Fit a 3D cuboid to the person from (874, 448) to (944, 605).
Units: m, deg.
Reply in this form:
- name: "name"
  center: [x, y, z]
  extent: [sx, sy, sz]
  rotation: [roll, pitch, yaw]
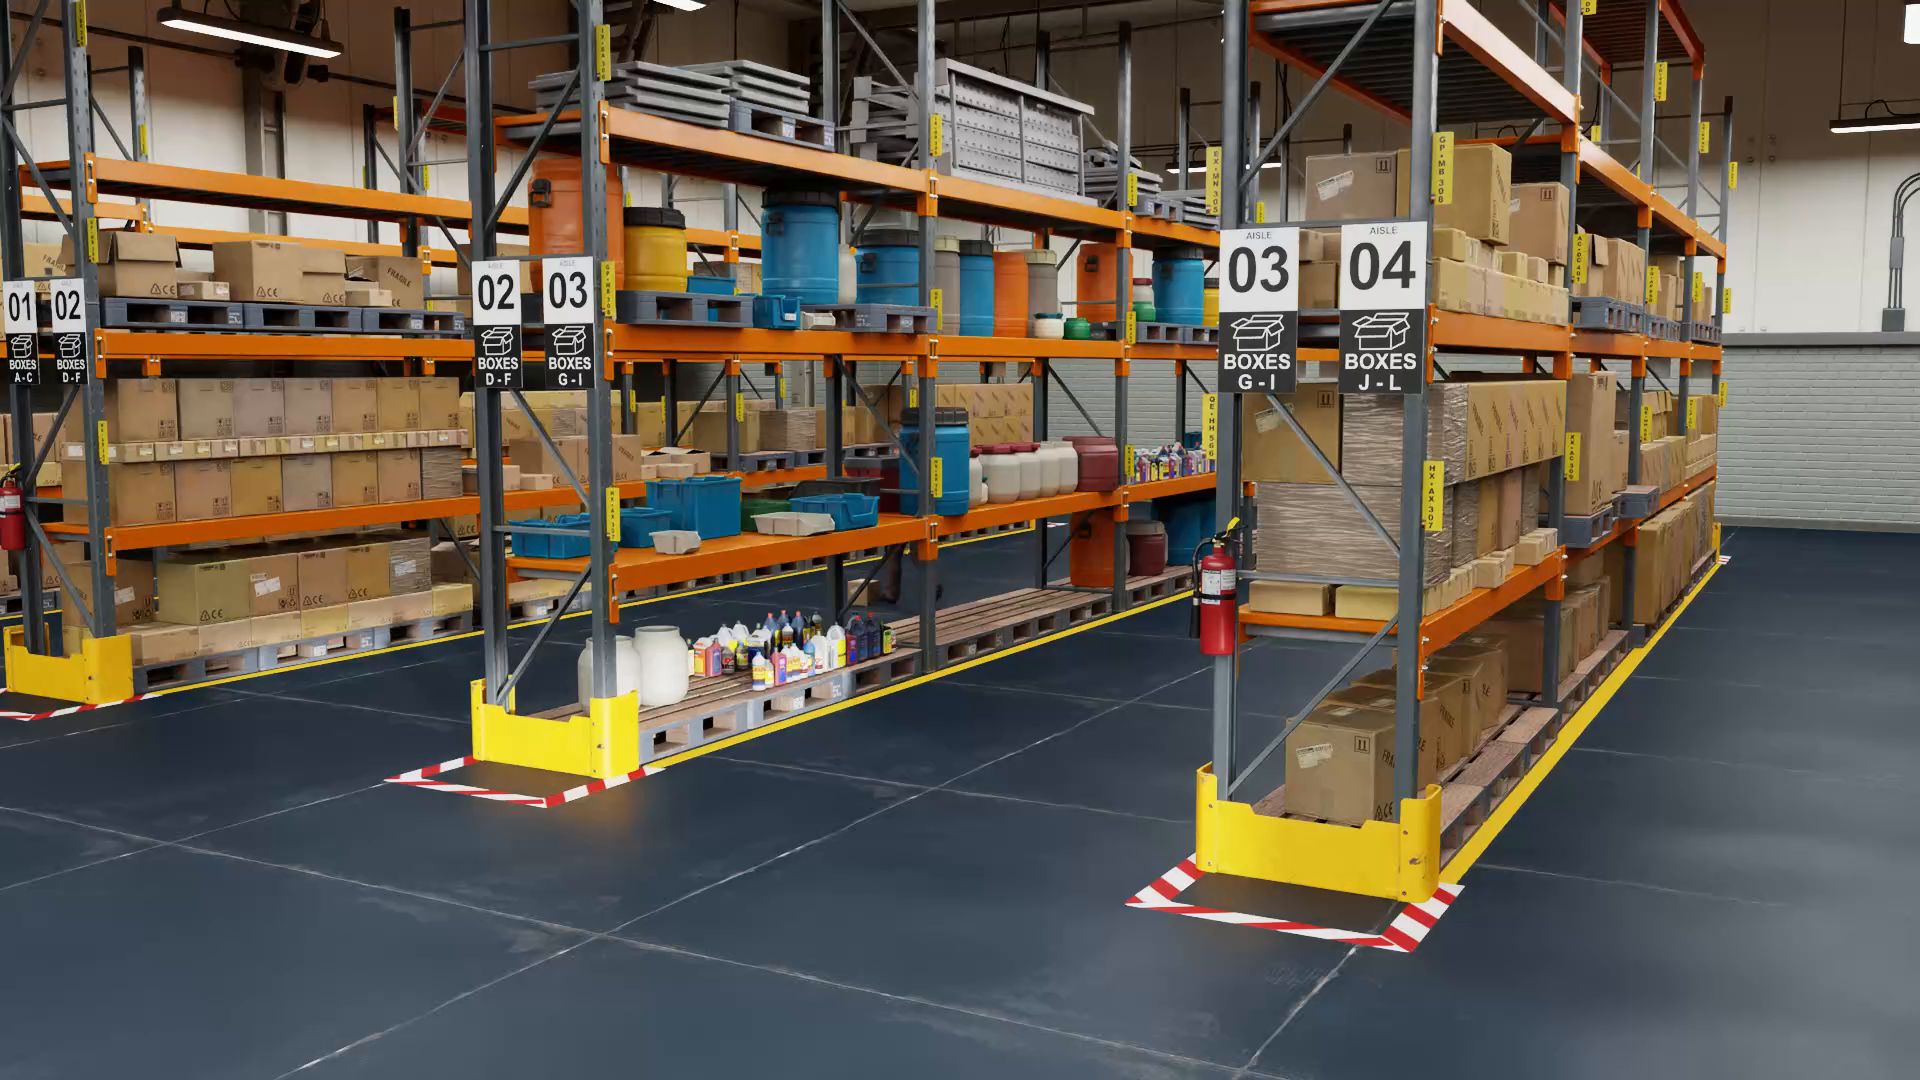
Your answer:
- name: "person"
  center: [-0.542, -0.145, 17.653]
  extent: [0.535, 1.704, 0.865]
  rotation: [-5, 8, -42]
